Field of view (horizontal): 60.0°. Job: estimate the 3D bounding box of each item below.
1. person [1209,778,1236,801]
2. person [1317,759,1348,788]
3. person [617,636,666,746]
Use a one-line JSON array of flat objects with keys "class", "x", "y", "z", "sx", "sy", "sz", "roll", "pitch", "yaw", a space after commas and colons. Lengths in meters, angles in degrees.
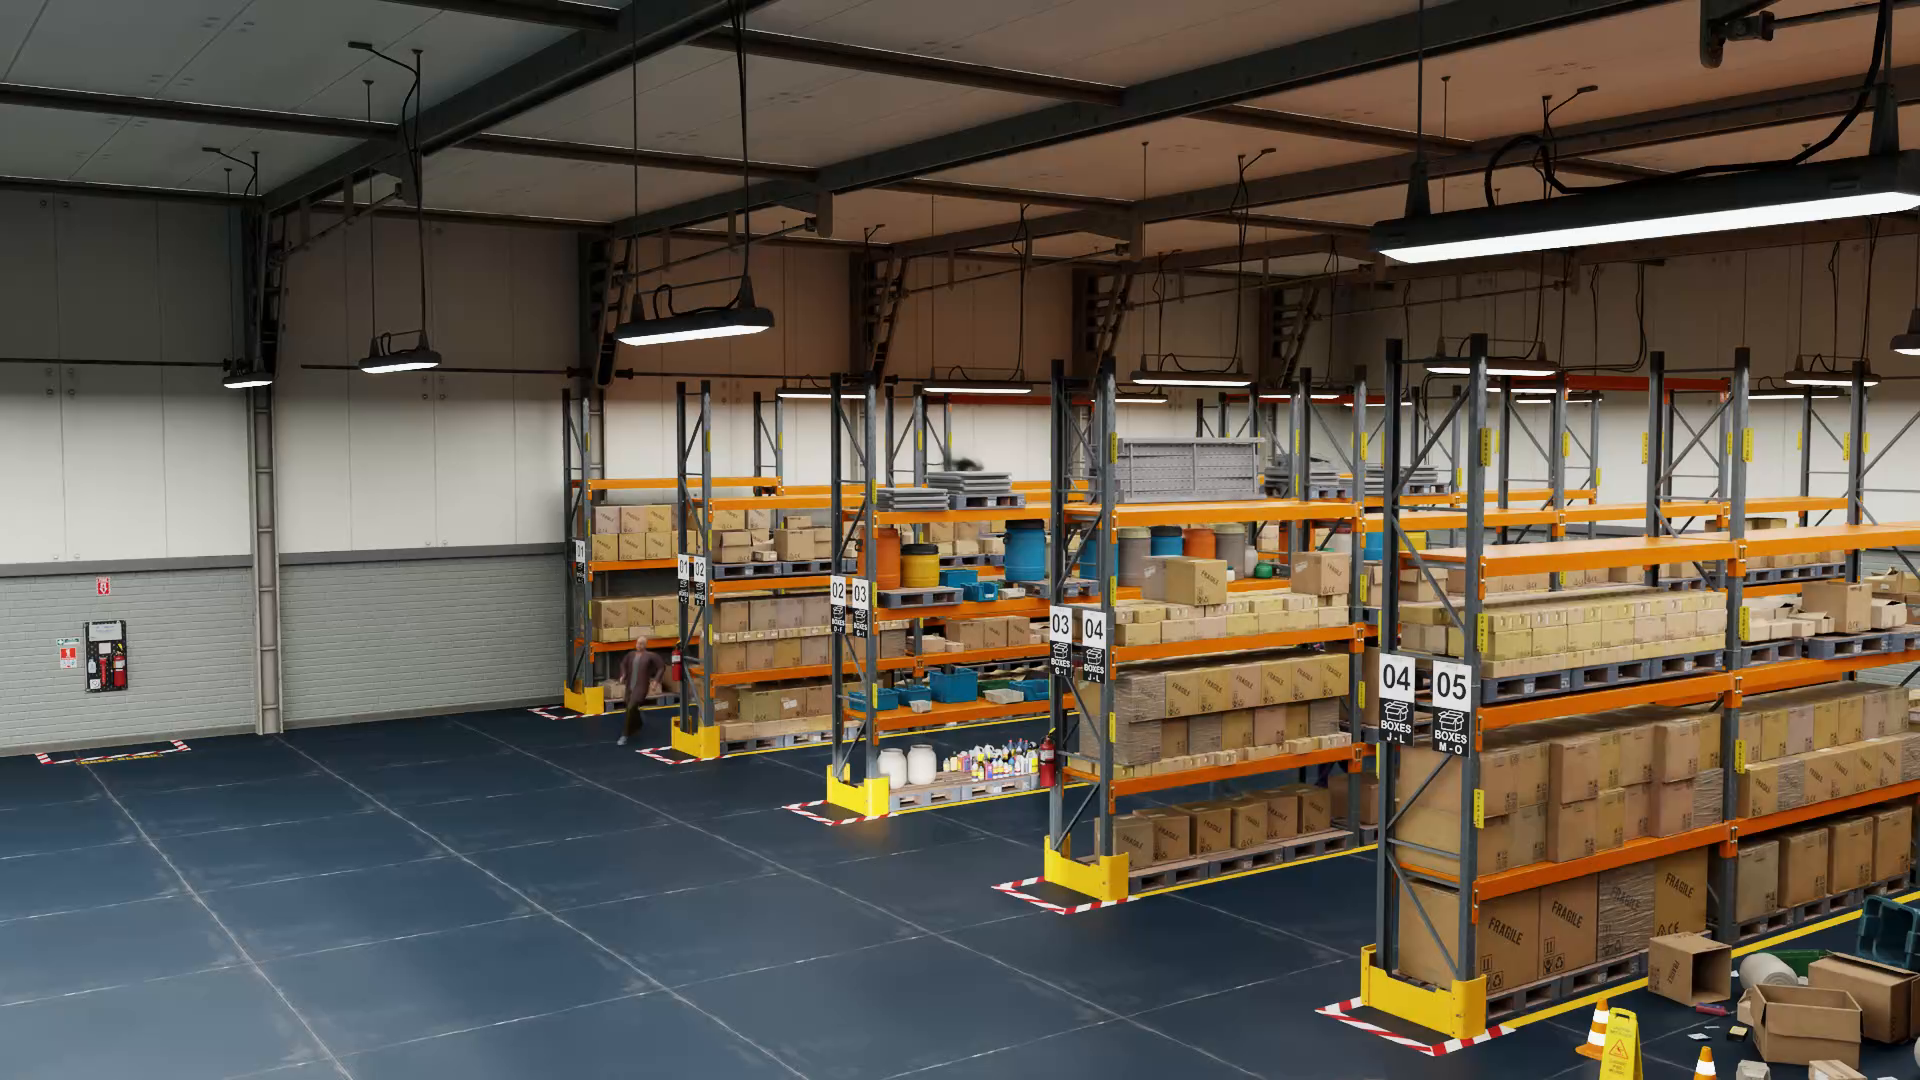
[{"class": "person", "x": 3.497, "y": 2.825, "z": 22.490, "sx": 0.833, "sy": 1.823, "sz": 0.703, "roll": -3, "pitch": 5, "yaw": -40}, {"class": "person", "x": 5.371, "y": 2.842, "z": 23.541, "sx": 0.814, "sy": 1.702, "sz": 0.581, "roll": -2, "pitch": 4, "yaw": -32}, {"class": "person", "x": -5.369, "y": 2.510, "z": 27.819, "sx": 0.767, "sy": 1.808, "sz": 0.855, "roll": 2, "pitch": 4, "yaw": 26}]
